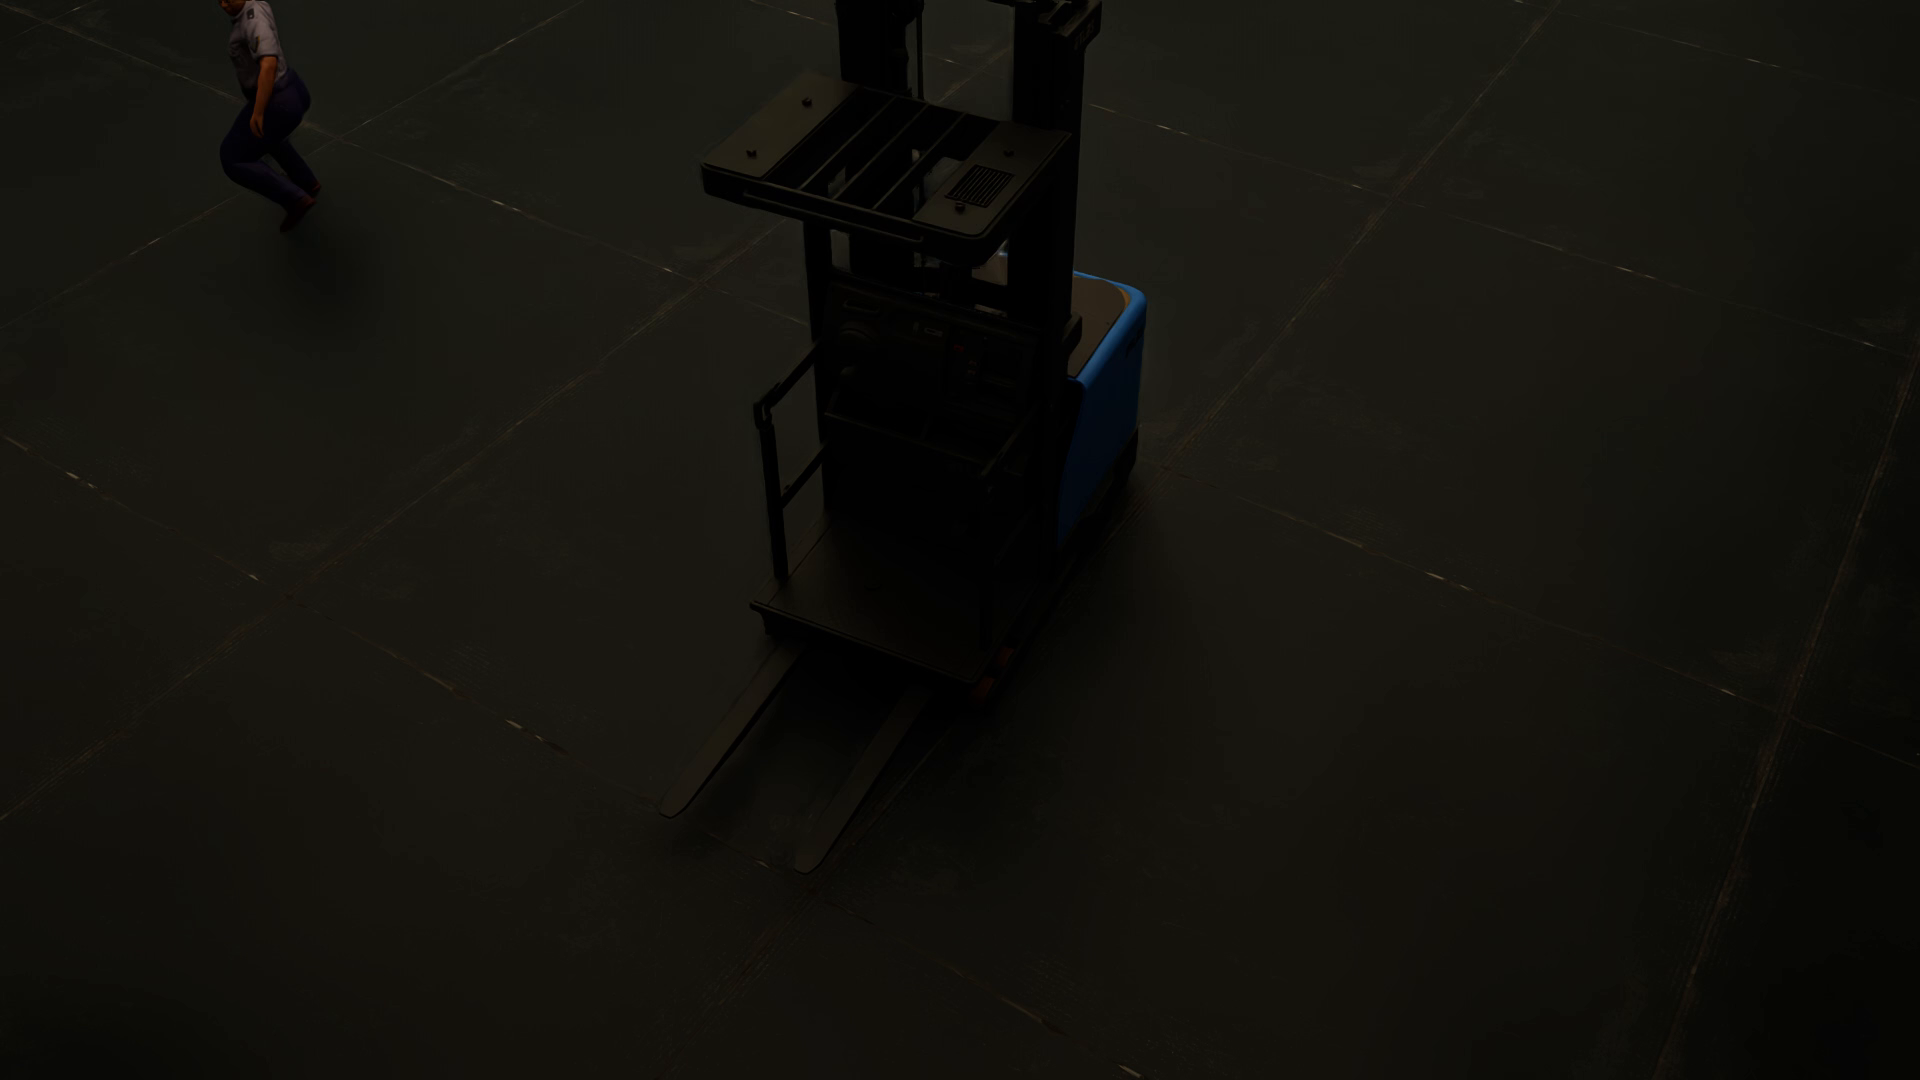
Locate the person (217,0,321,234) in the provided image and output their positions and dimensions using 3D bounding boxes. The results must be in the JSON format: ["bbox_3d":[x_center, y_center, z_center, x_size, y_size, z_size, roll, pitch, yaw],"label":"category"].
[{"bbox_3d":[-4.023,-2.560,9.598,0.488,1.539,0.959,-3,44,-3],"label":"person"}]

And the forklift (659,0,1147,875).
[{"bbox_3d":[-0.223,-0.667,6.552,1.130,2.935,3.031,18,46,18],"label":"forklift"}]
